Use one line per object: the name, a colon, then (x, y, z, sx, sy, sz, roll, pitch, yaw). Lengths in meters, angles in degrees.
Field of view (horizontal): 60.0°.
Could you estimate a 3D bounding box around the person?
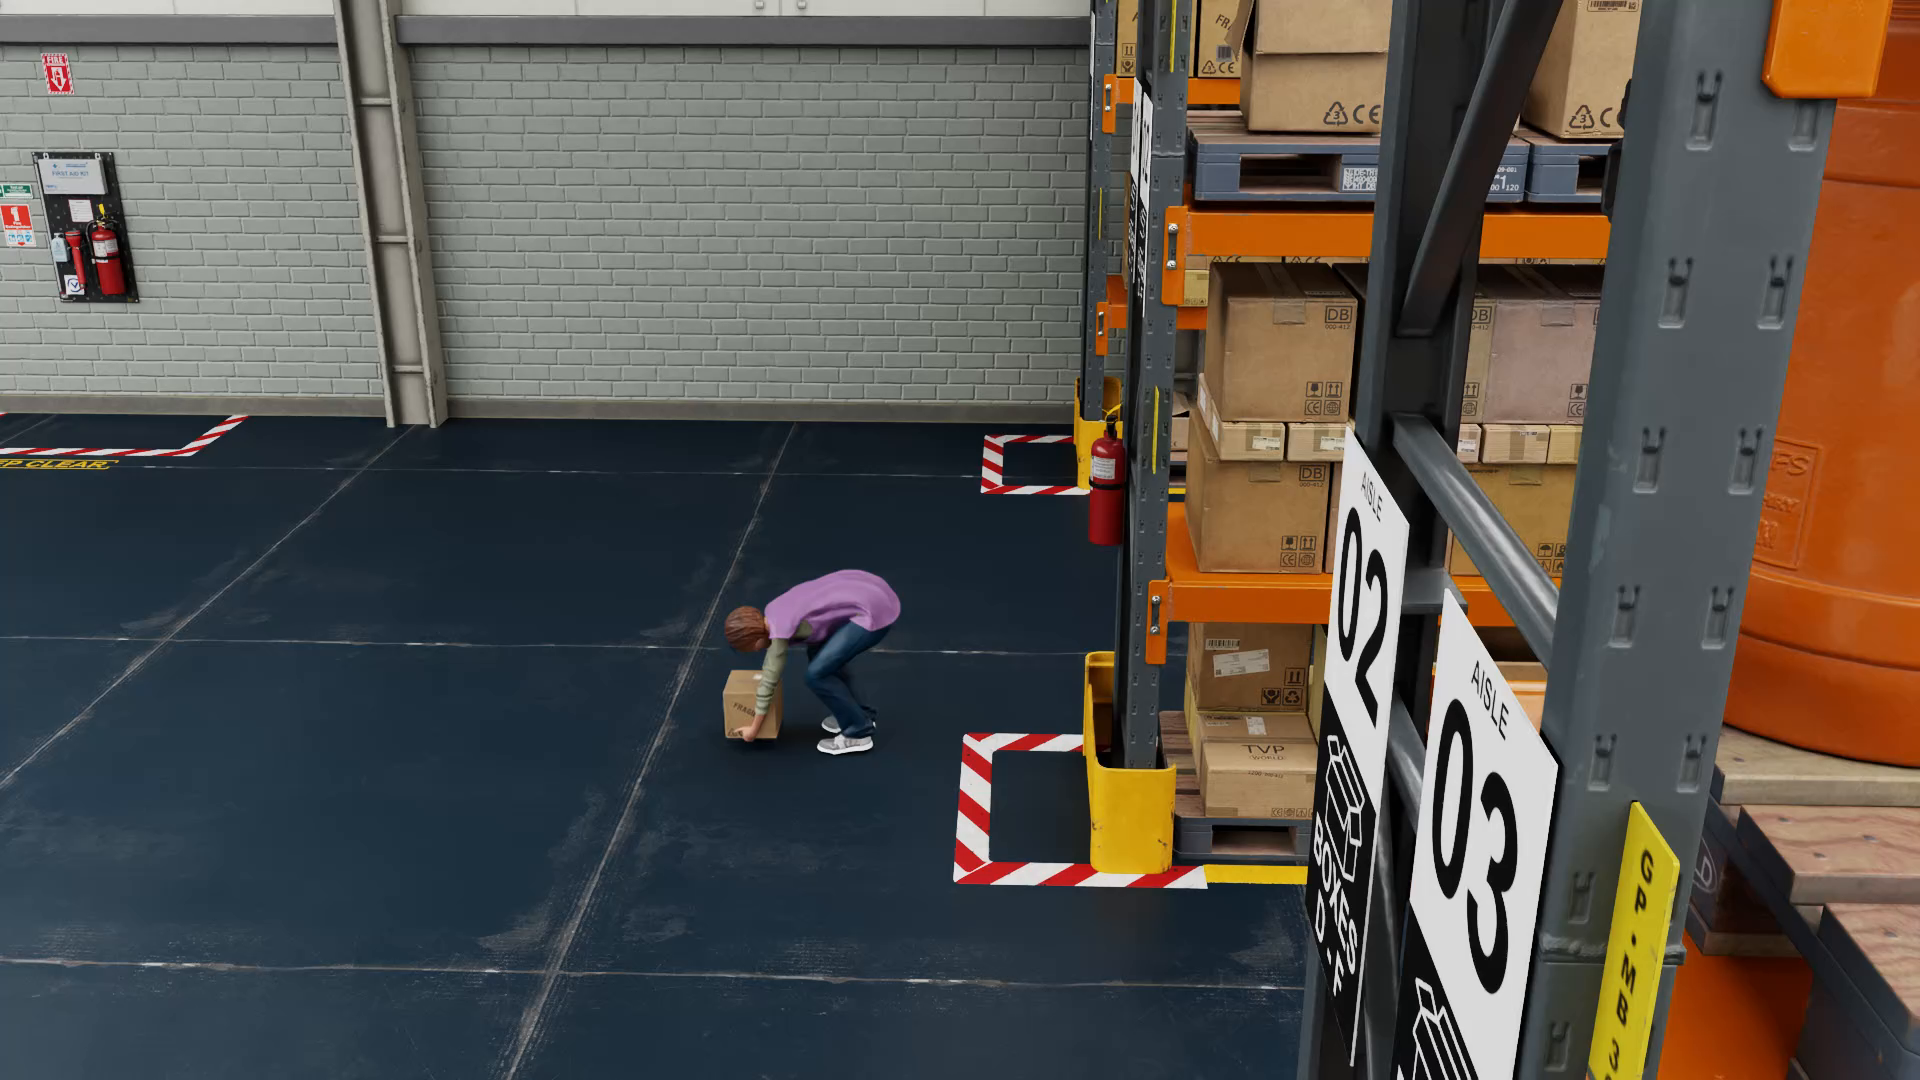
person: (-0.711, 0.581, 8.078, 0.854, 0.886, 0.423, 0, 21, -1)
